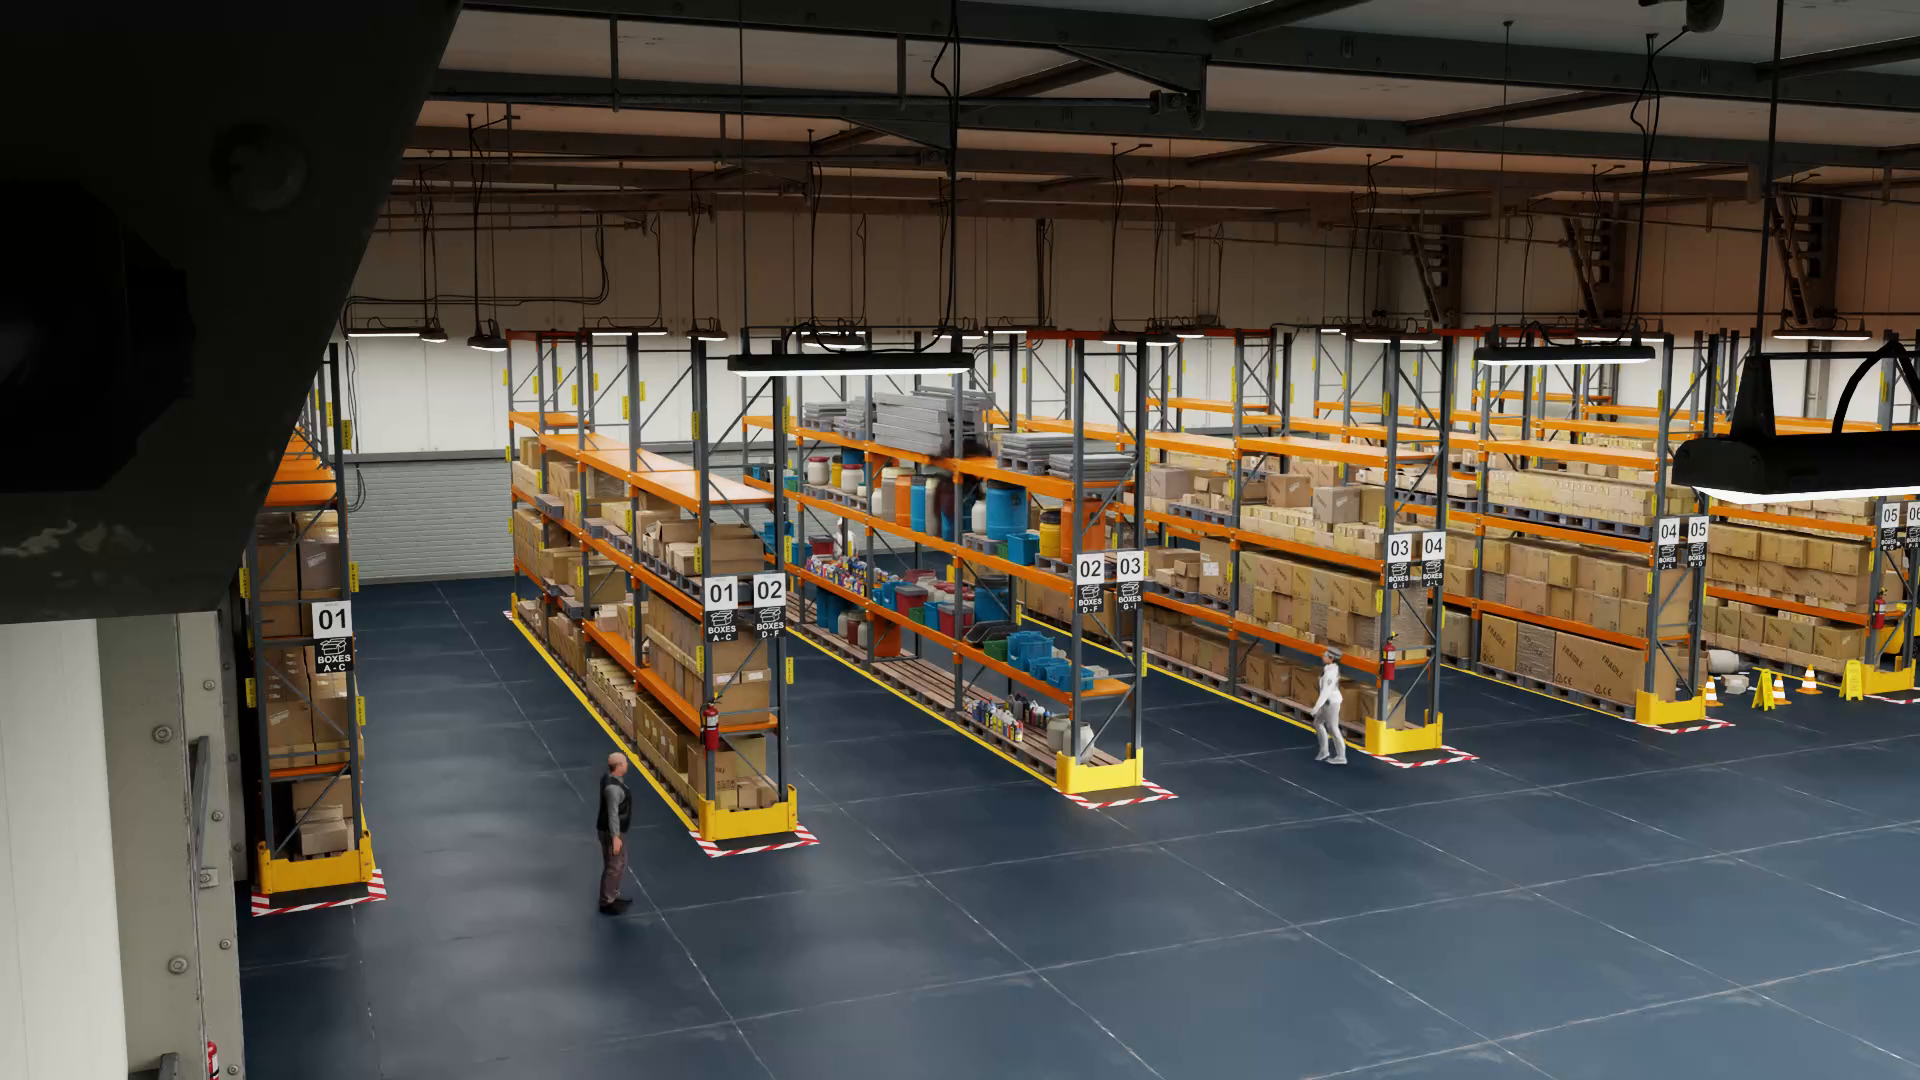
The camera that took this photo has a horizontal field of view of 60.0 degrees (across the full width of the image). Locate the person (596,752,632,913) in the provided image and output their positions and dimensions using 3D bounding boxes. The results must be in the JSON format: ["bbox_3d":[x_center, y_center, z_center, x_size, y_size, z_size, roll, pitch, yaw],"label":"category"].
[{"bbox_3d":[-3.672,3.094,17.652,0.382,1.722,0.649,-1,8,-8],"label":"person"}]

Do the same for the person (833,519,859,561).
[{"bbox_3d":[-2.530,0.398,37.187,0.600,1.775,0.537,-5,9,-35],"label":"person"}]

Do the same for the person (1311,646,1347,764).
[{"bbox_3d":[5.215,2.344,23.396,0.508,1.744,0.551,3,8,19],"label":"person"}]
